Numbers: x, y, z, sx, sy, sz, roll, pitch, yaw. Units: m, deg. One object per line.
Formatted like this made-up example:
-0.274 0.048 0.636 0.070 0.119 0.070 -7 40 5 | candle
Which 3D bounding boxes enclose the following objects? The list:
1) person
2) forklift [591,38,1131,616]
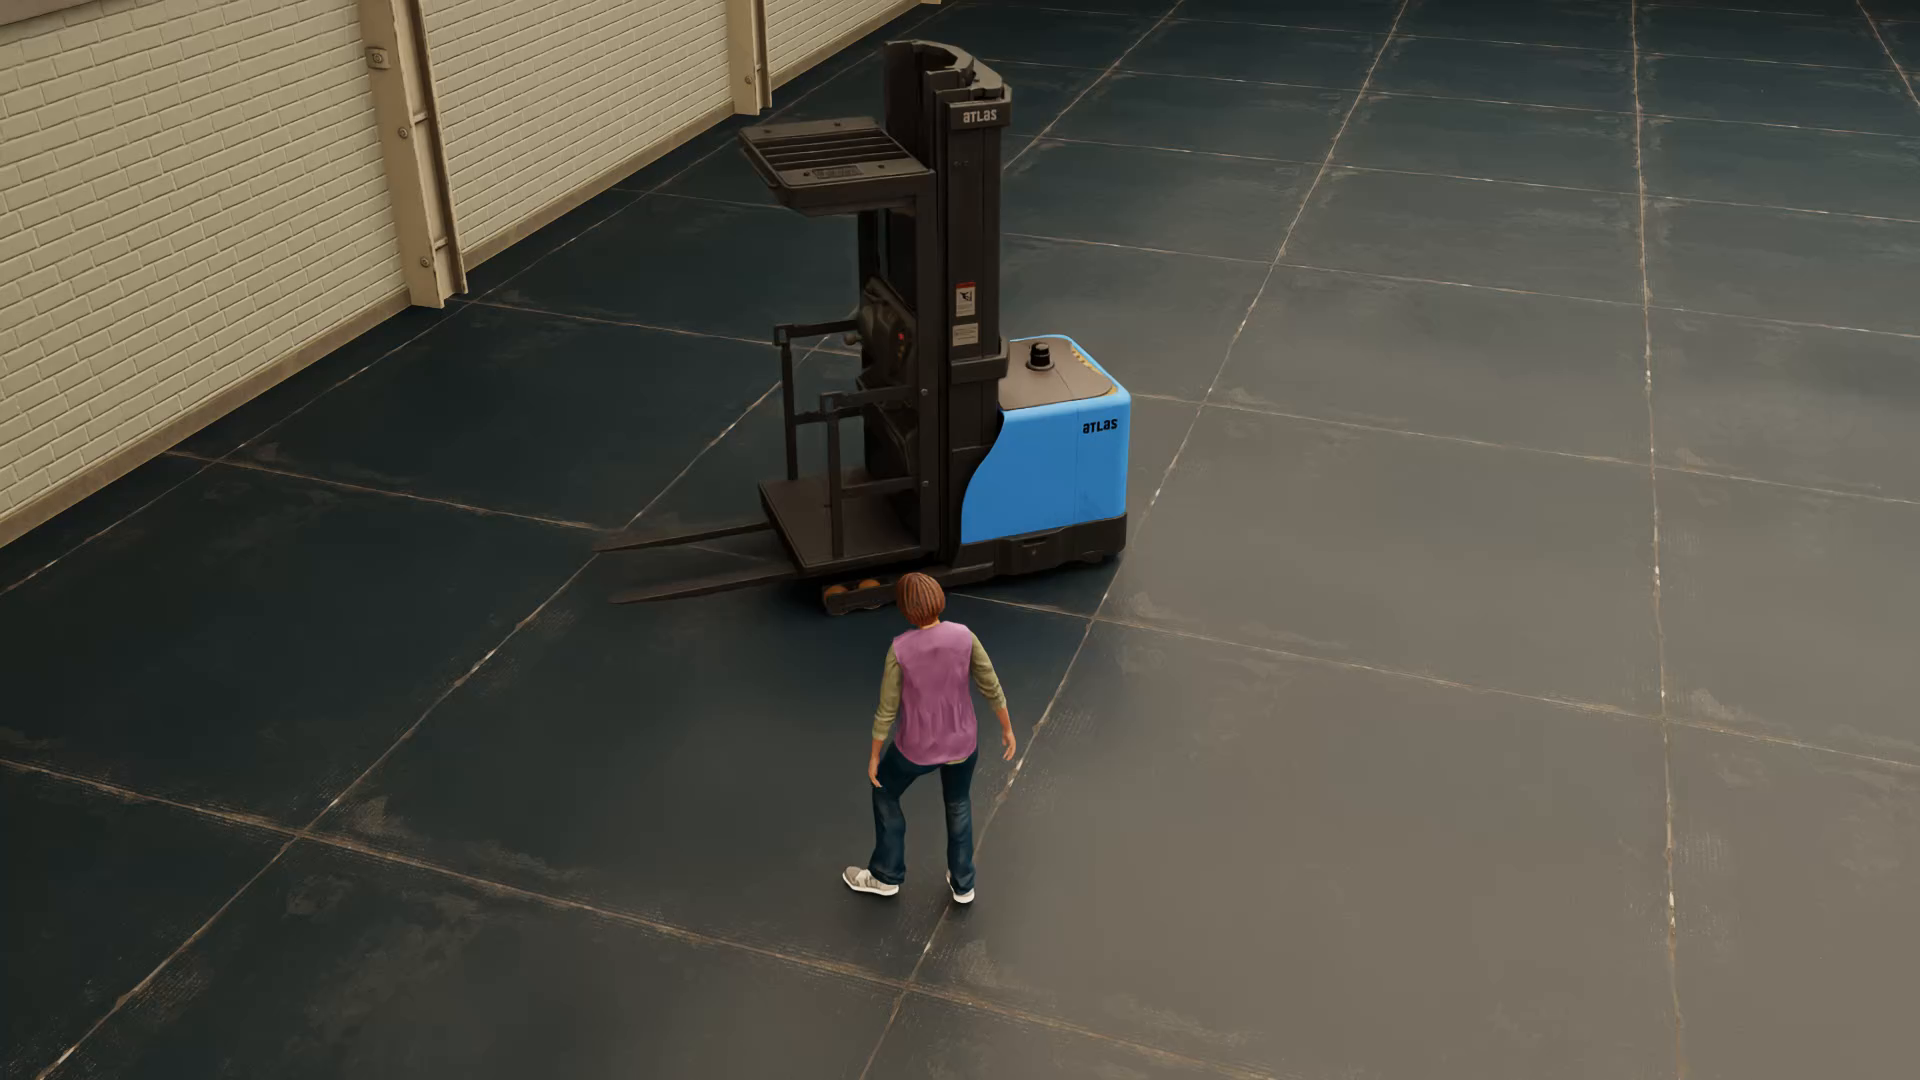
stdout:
-0.136 0.864 7.023 0.733 1.563 0.392 -8 31 -13 | person
-0.591 -1.142 9.140 3.031 2.935 1.130 -10 31 -17 | forklift
